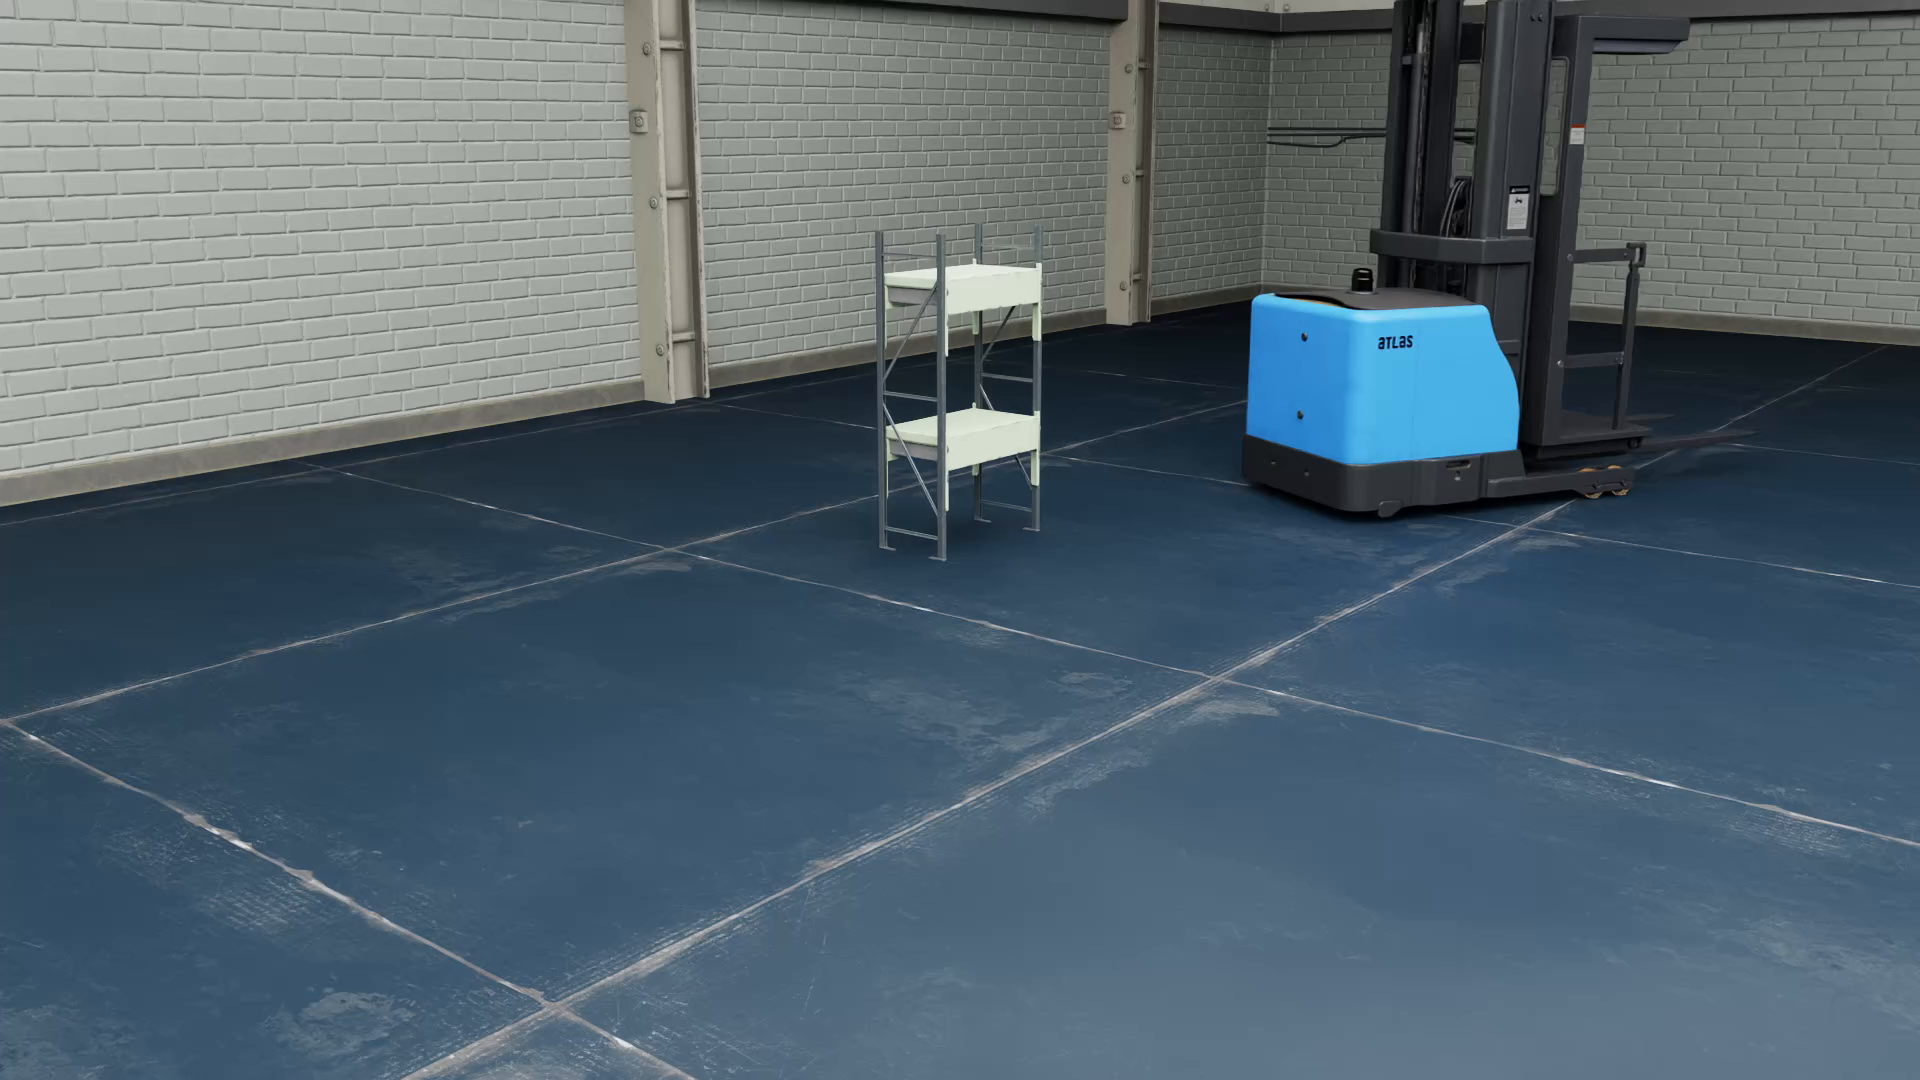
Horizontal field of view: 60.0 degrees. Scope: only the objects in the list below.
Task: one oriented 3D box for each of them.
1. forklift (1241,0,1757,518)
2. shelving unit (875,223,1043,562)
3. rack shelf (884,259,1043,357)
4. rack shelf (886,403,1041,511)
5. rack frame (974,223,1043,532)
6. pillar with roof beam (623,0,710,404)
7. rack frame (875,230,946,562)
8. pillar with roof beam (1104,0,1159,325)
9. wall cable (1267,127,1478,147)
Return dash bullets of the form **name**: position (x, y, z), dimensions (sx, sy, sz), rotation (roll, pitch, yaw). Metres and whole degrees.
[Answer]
- **forklift**: position (3.125, -1.754, 9.073), dimensions (3.031, 2.935, 1.130), rotation (-6, 16, -23)
- **shelving unit**: position (0.004, -0.728, 7.943), dimensions (0.431, 1.500, 0.755), rotation (11, 18, 38)
- **rack shelf**: position (0.004, -1.106, 7.847), dimensions (0.431, 0.370, 0.720), rotation (11, 18, 38)
- **rack shelf**: position (0.004, -0.412, 8.024), dimensions (0.431, 0.370, 0.720), rotation (11, 18, 38)
- **rack frame**: position (0.234, -0.798, 8.219), dimensions (0.400, 1.500, 0.023), rotation (11, 18, 38)
- **pillar with roof beam**: position (1.262, -4.739, 8.500), dimensions (9.100, 9.000, 0.400), rotation (11, 18, 38)
- **rack frame**: position (-0.226, -0.658, 7.667), dimensions (0.400, 1.500, 0.023), rotation (11, 18, 38)
- **pillar with roof beam**: position (5.033, -5.888, 13.023), dimensions (9.100, 9.000, 0.400), rotation (11, 18, 38)
- **wall cable**: position (4.564, -5.408, 17.443), dimensions (3.097, 2.526, 0.112), rotation (11, 18, 38)
